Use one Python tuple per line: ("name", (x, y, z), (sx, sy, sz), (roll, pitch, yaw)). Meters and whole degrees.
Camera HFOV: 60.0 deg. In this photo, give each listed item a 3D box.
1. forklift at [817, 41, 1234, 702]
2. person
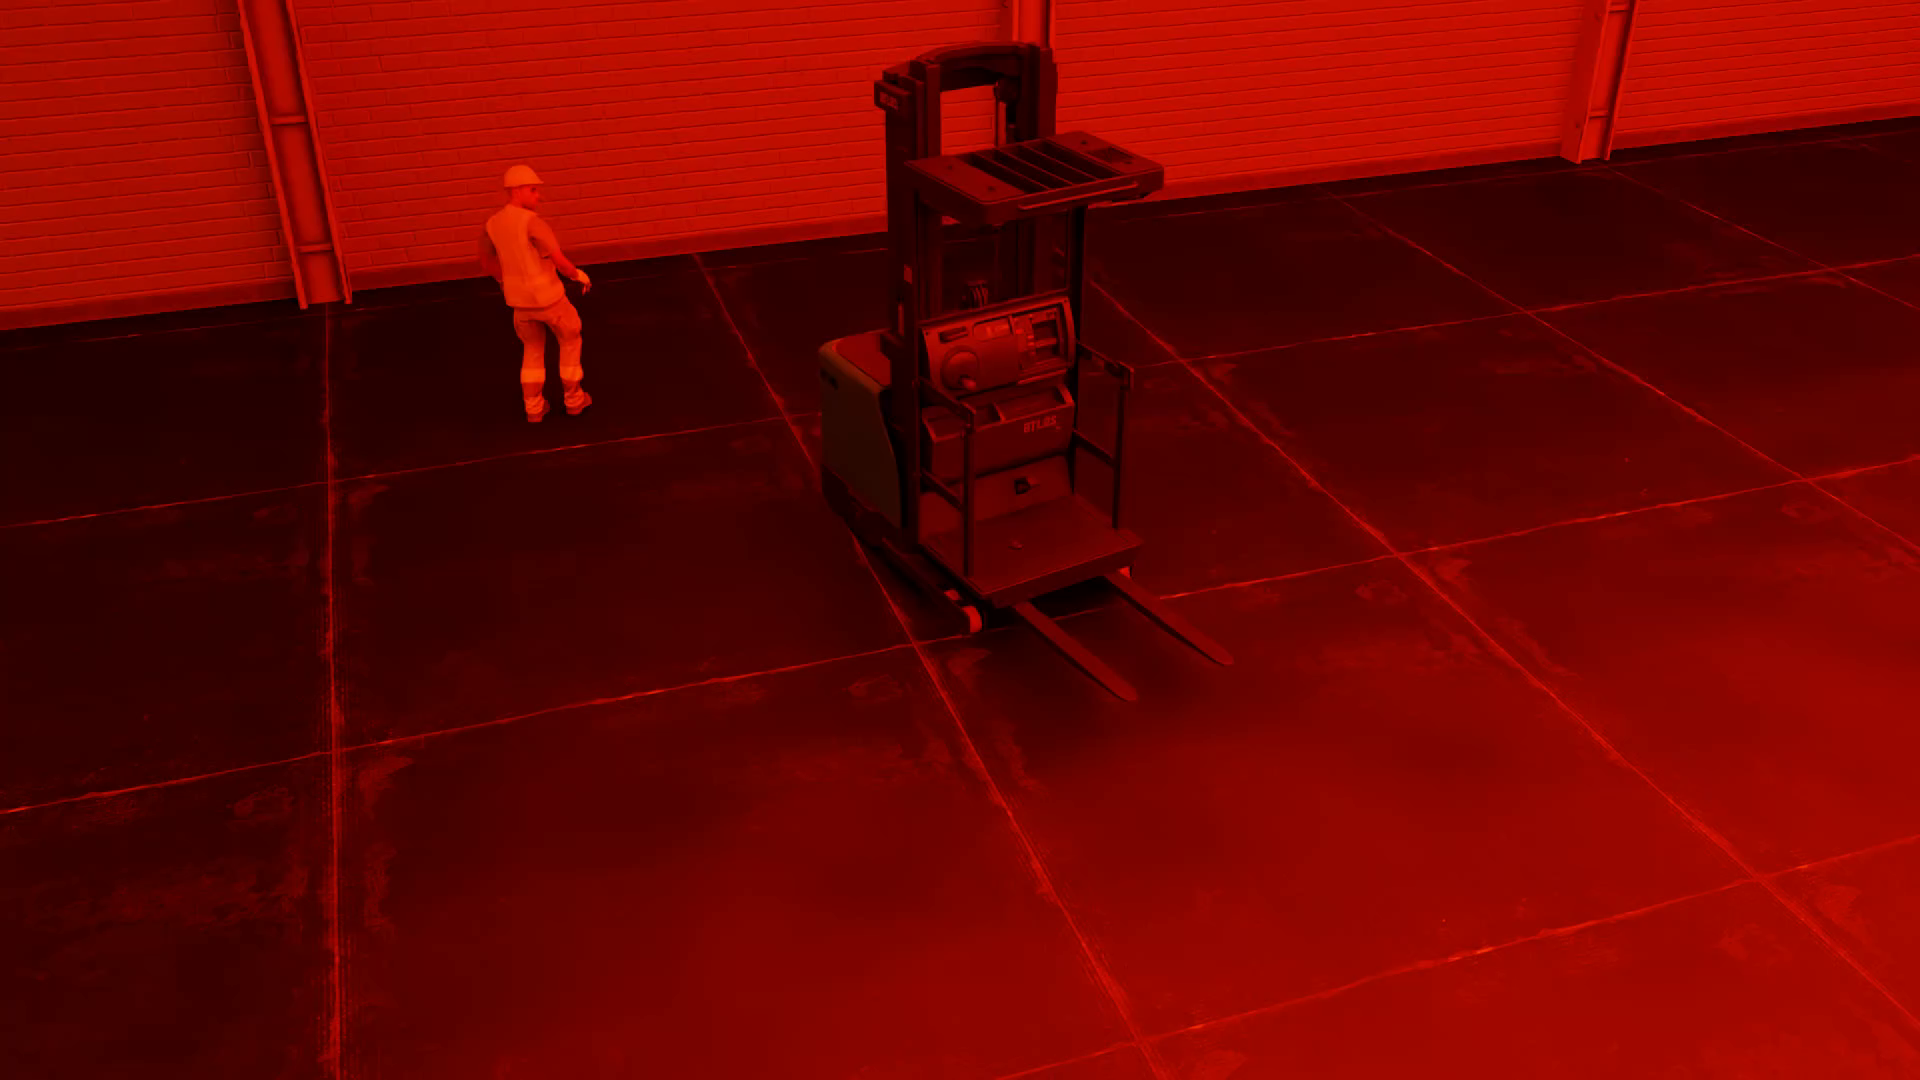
("forklift", (0.329, -1.012, 8.846), (1.130, 2.935, 3.031), (-17, 34, -27))
("person", (-2.837, -1.649, 11.156), (0.740, 1.741, 0.512), (10, 31, 17))
